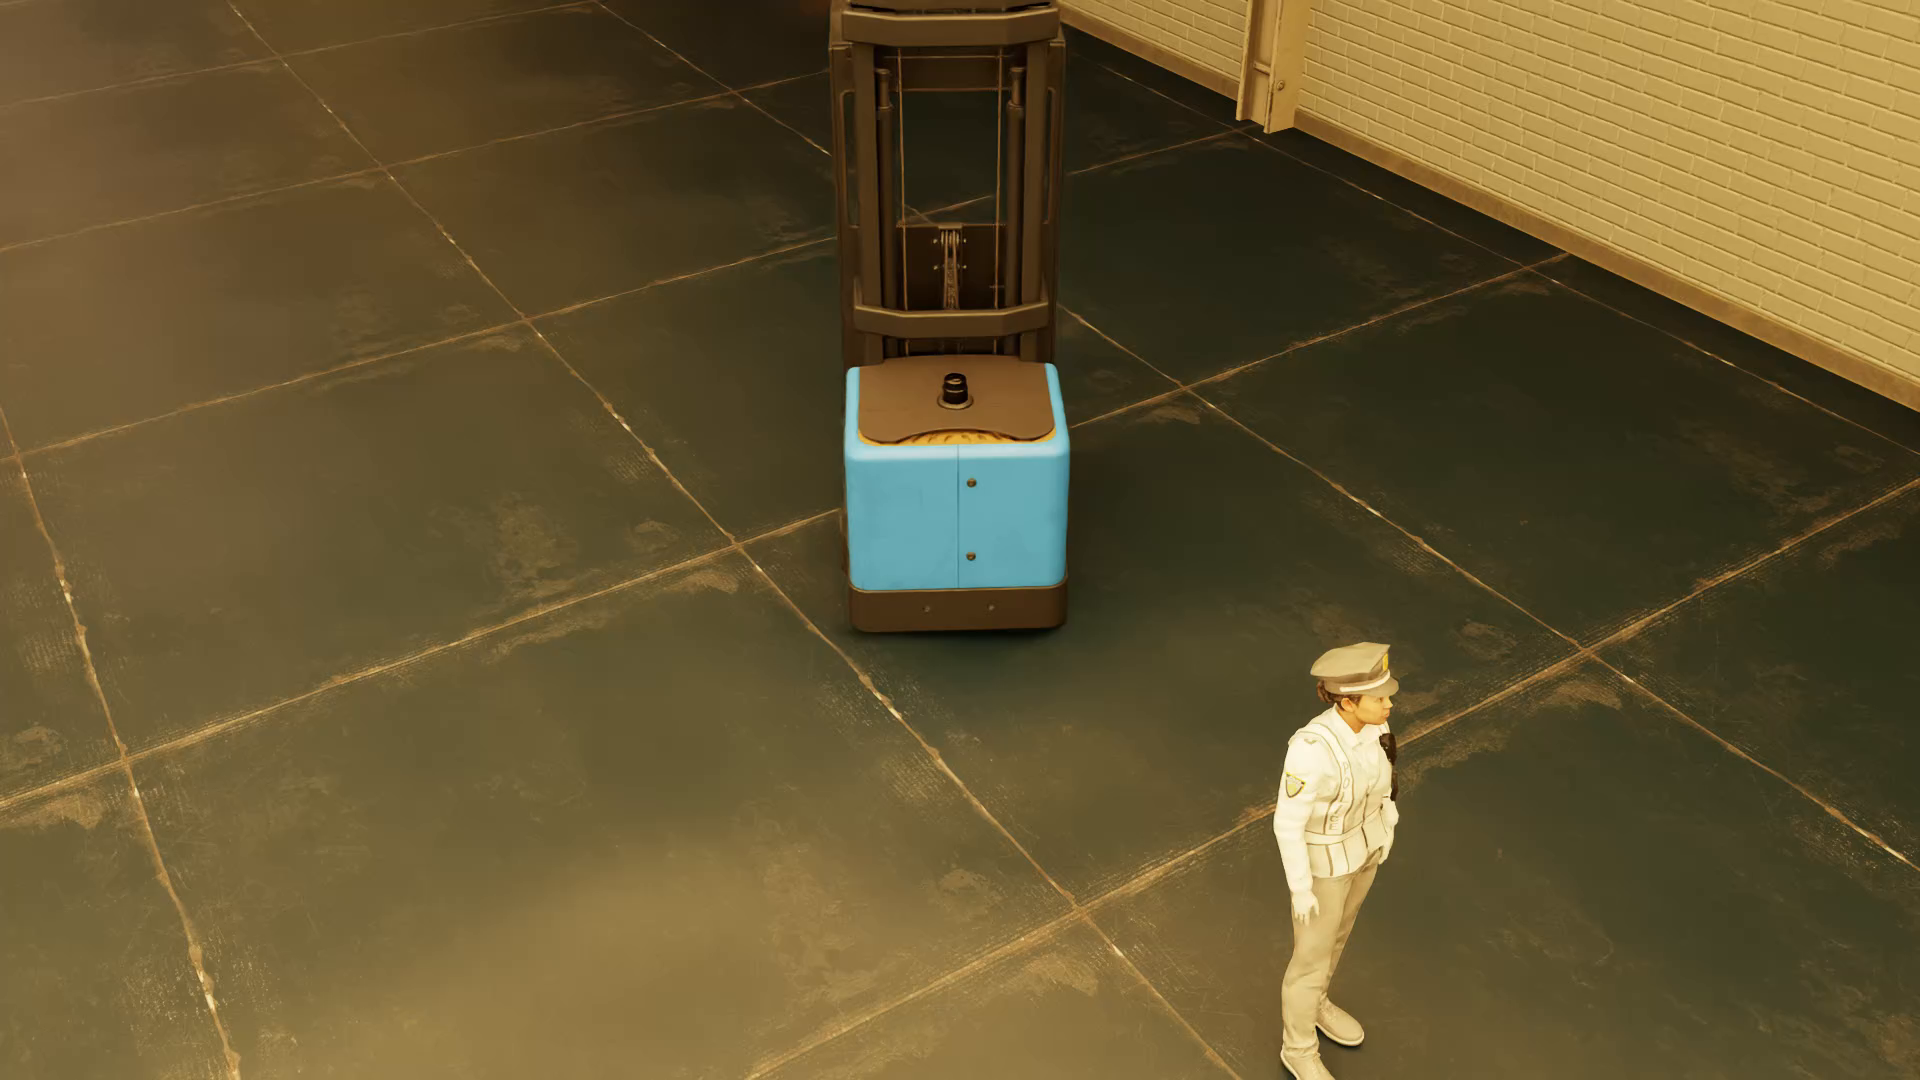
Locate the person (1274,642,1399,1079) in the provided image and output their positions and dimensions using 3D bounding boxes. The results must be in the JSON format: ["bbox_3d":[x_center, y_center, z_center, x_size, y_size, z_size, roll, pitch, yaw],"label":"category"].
[{"bbox_3d":[1.328,1.098,5.648,0.588,1.694,0.530,-29,44,-35],"label":"person"}]

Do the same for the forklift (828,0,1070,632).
[{"bbox_3d":[-0.070,-1.579,8.395,1.130,2.935,3.031,-1,35,-2],"label":"forklift"}]
